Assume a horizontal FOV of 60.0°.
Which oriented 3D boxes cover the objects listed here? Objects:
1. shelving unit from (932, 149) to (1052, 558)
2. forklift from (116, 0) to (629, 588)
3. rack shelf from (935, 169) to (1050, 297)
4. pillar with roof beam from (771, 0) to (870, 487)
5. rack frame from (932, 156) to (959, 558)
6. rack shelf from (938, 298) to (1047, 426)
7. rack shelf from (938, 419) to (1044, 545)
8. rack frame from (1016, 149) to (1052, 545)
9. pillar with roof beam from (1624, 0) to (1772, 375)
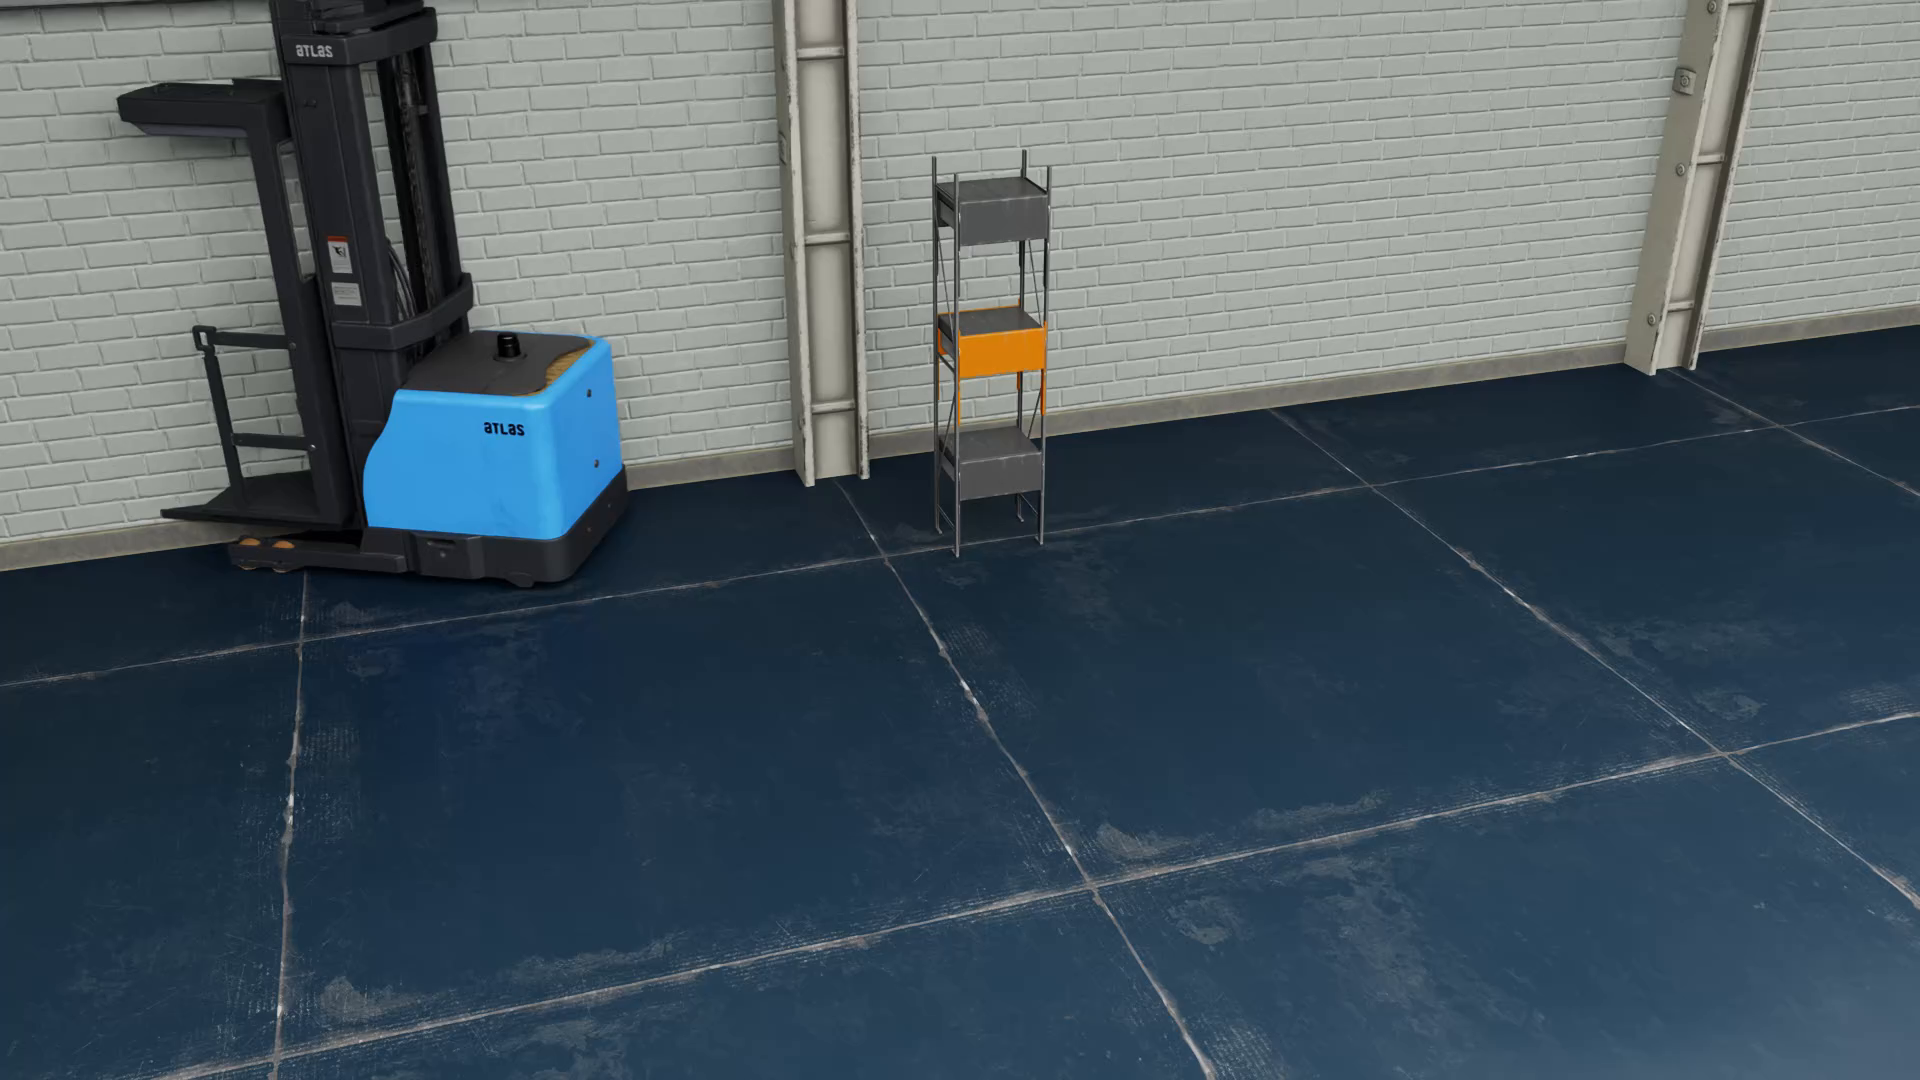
[{"bbox_3d":[0.157,-0.963,8.829,0.503,2.100,0.431,-8,28,-16],"label":"shelving unit"},{"bbox_3d":[-3.453,-1.363,8.700,3.031,2.935,1.130,4,27,9],"label":"forklift"},{"bbox_3d":[0.157,-1.578,8.524,0.480,0.518,0.431,-8,28,-16],"label":"rack shelf"},{"bbox_3d":[0.556,-2.620,4.407,0.400,9.000,9.100,-8,28,-16],"label":"pillar with roof beam"},{"bbox_3d":[-0.075,-0.930,8.761,0.015,2.100,0.400,-8,28,-16],"label":"rack frame"},{"bbox_3d":[0.157,-0.951,8.835,0.480,0.518,0.431,-8,28,-16],"label":"rack shelf"},{"bbox_3d":[0.157,-0.324,9.146,0.480,0.518,0.431,-8,28,-16],"label":"rack shelf"},{"bbox_3d":[0.389,-0.997,8.897,0.015,2.100,0.400,-8,28,-16],"label":"rack frame"},{"bbox_3d":[6.261,-3.446,6.072,0.400,9.000,9.100,-8,28,-16],"label":"pillar with roof beam"}]
